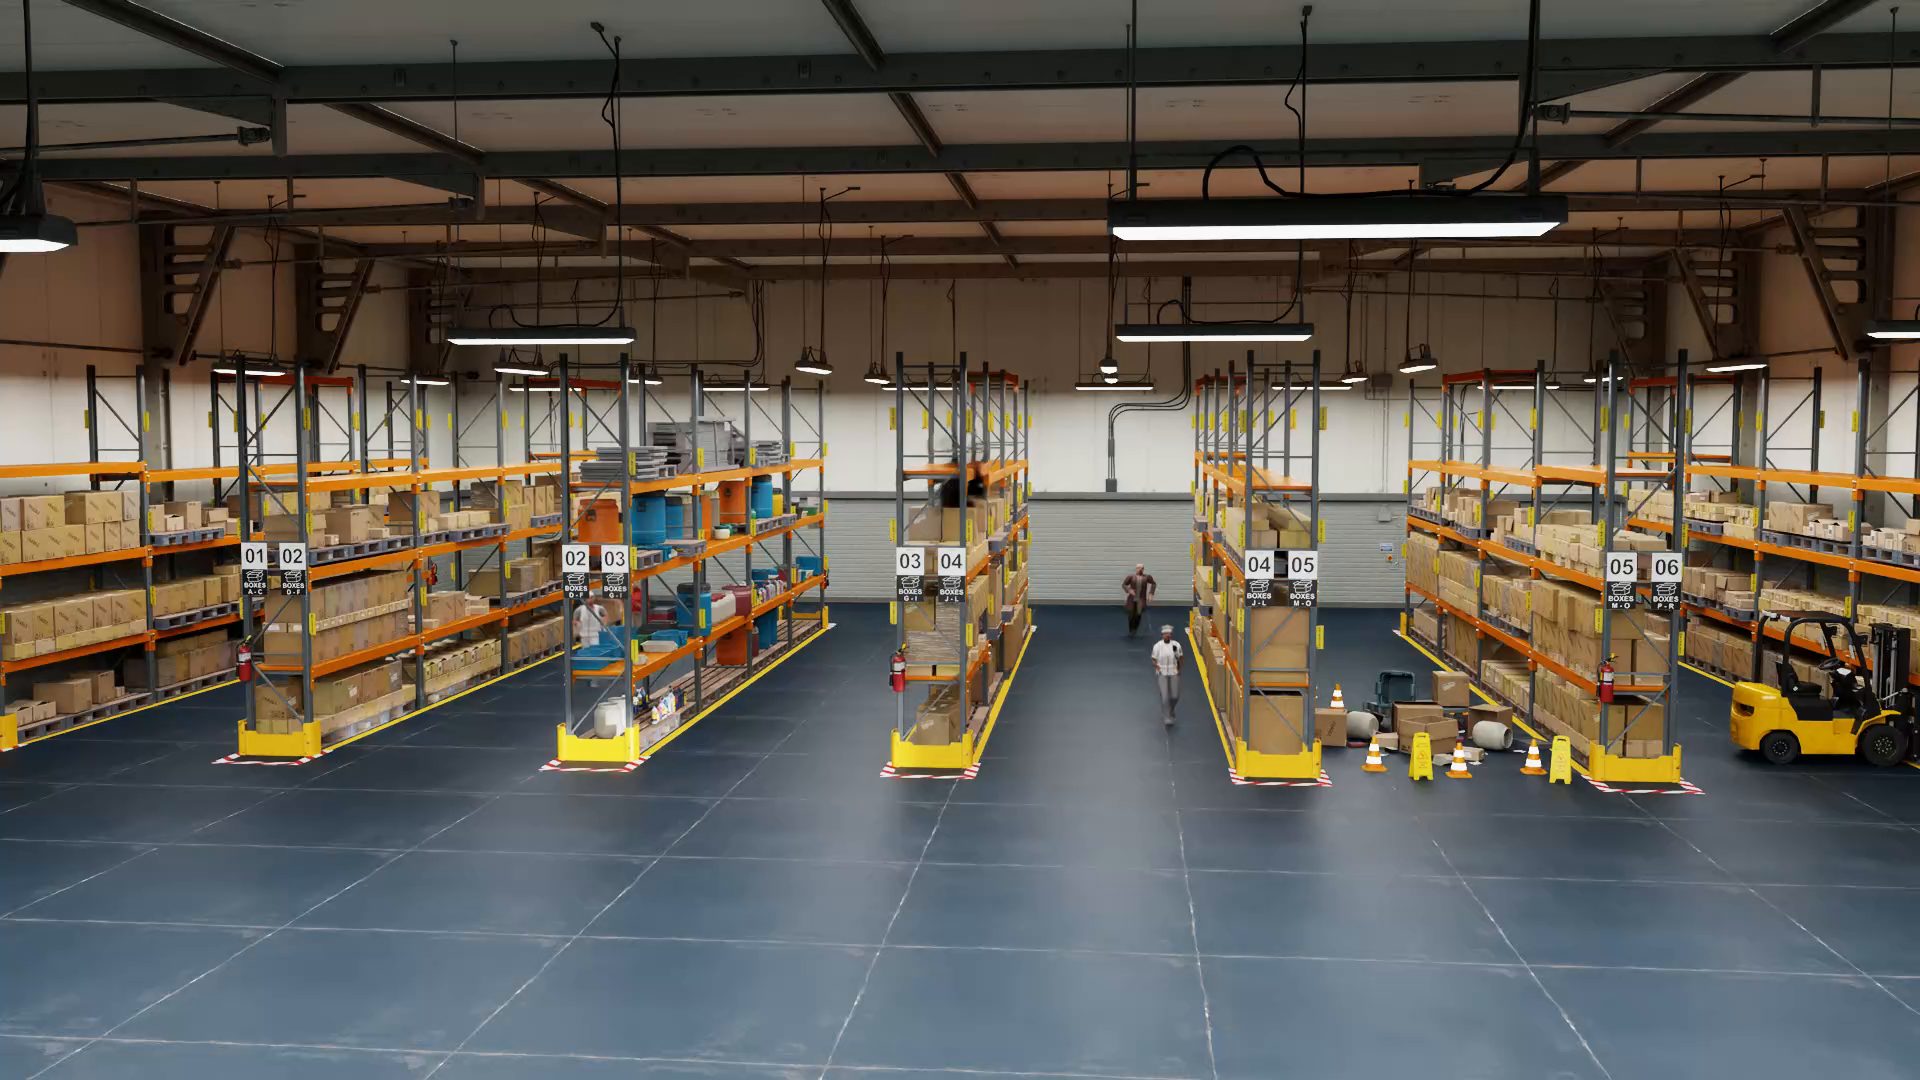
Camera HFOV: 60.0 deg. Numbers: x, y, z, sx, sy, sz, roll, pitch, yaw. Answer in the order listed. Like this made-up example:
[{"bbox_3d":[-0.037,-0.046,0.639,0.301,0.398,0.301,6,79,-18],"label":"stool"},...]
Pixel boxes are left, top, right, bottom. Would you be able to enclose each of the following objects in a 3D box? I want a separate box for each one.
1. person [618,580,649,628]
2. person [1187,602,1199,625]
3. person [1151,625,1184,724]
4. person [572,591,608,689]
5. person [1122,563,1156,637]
[{"bbox_3d":[-6.852,1.669,34.957,0.646,1.781,0.708,-1,4,-12],"label":"person"},{"bbox_3d":[5.957,1.293,40.754,0.754,1.613,0.896,0,4,6],"label":"person"},{"bbox_3d":[3.433,2.223,27.437,0.550,1.655,0.512,0,4,2],"label":"person"},{"bbox_3d":[-7.021,1.867,31.506,0.631,1.830,0.813,0,4,-2],"label":"person"},{"bbox_3d":[4.136,1.396,38.549,0.782,1.720,0.664,1,4,10],"label":"person"}]
